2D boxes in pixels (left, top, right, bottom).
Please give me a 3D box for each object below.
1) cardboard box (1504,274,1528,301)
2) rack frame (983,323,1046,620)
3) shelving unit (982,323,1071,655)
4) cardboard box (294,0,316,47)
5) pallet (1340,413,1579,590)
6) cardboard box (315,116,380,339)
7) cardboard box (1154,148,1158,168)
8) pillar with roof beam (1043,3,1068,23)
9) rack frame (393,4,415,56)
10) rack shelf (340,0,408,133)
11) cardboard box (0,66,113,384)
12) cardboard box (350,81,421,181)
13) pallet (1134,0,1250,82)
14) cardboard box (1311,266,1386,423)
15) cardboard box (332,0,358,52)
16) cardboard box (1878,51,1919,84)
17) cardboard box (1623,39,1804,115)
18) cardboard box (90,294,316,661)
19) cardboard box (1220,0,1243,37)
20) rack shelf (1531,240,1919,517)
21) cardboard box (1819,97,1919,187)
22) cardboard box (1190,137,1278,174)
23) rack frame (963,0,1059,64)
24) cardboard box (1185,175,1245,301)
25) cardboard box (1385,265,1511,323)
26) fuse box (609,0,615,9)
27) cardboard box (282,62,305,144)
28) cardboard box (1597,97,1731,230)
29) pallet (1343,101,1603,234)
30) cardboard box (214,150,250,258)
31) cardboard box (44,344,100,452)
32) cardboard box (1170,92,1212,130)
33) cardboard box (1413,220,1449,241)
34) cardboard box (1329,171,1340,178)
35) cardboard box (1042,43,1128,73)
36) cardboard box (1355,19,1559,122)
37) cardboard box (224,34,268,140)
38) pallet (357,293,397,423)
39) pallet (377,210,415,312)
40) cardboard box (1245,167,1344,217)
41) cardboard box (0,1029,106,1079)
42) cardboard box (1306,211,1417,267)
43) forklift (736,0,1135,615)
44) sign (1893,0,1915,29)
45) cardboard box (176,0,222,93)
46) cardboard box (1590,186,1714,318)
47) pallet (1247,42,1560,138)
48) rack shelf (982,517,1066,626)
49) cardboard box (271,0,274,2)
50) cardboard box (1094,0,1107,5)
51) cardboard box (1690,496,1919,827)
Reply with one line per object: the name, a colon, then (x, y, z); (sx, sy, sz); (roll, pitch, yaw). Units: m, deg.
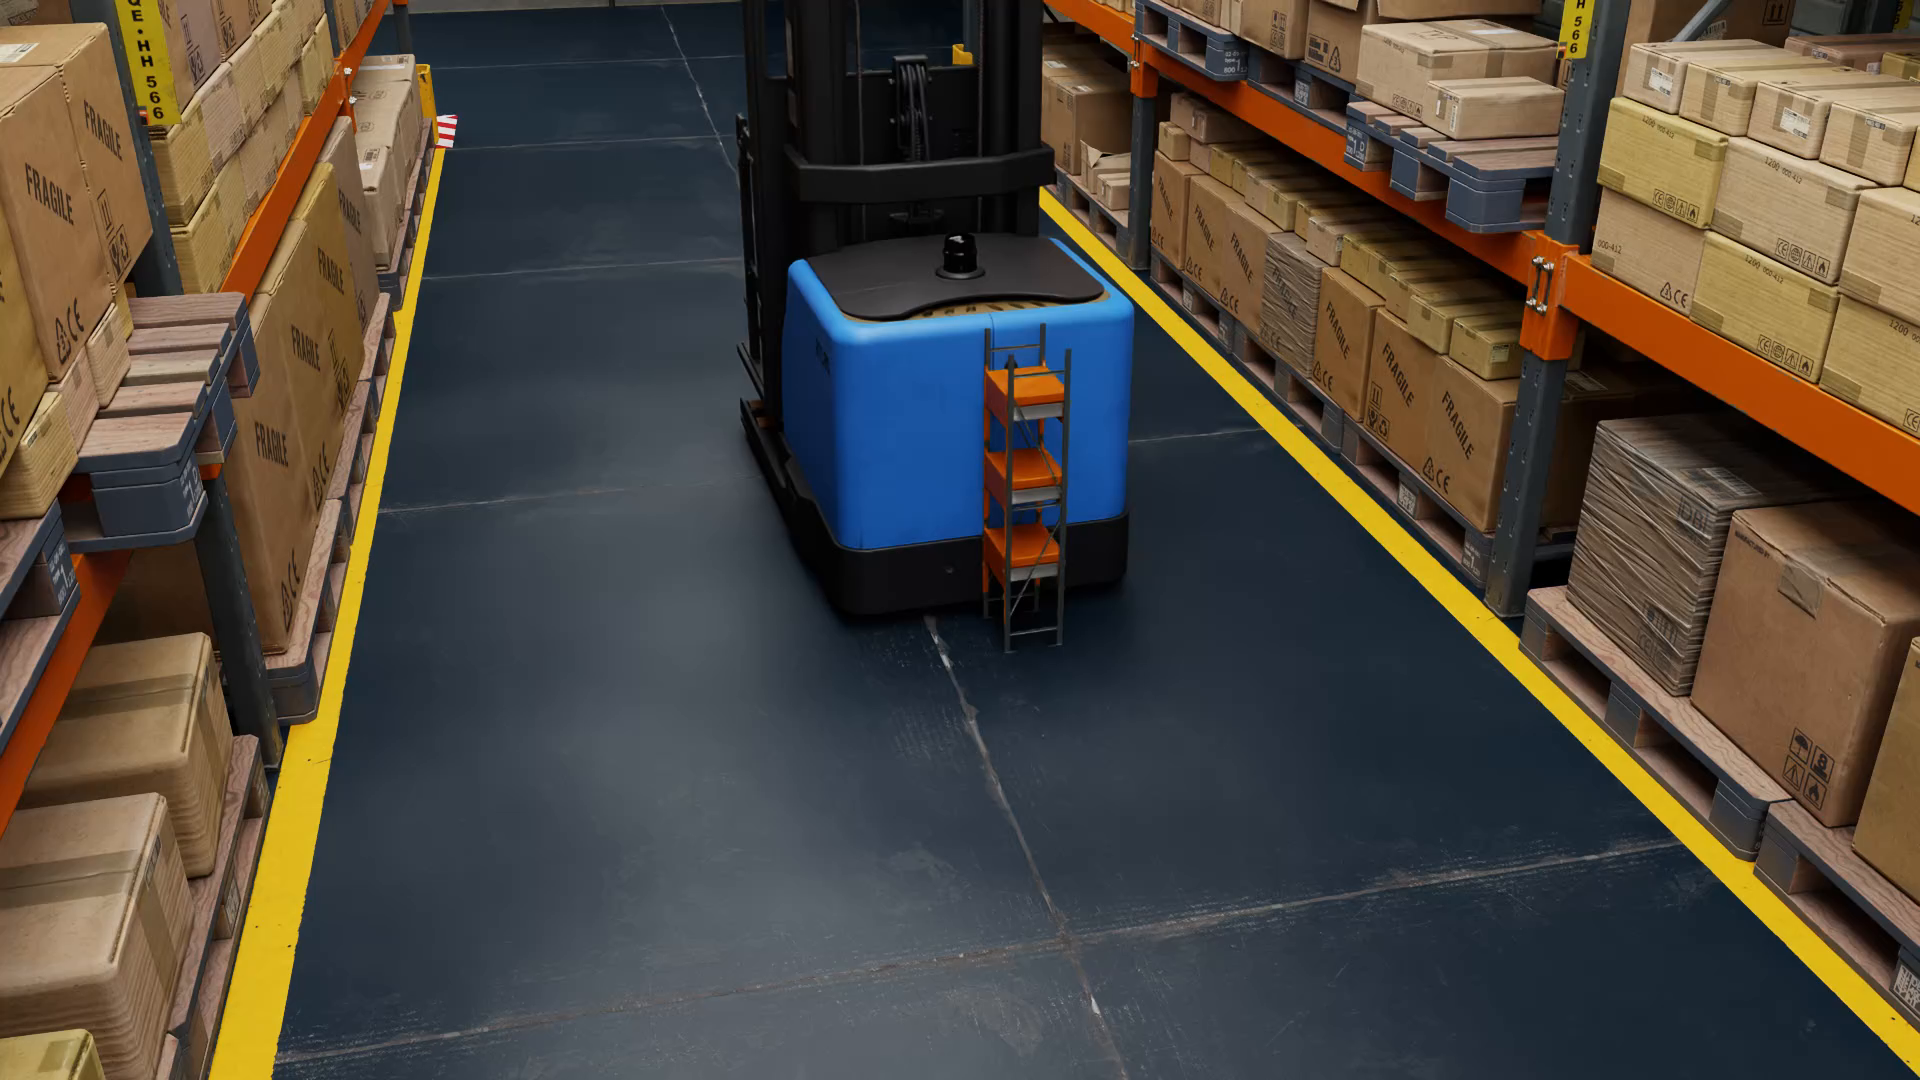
cardboard box: (2.345, -0.982, 6.455); (0.380, 0.149, 0.250); (-6, 27, -11)
rack frame: (0.176, -0.209, 5.499); (0.200, 1.050, 0.008); (-7, 28, -14)
shelving unit: (0.209, -0.156, 5.394); (0.215, 1.050, 0.252); (-7, 28, -14)
cardboard box: (-2.954, -2.159, 6.810); (0.500, 0.250, 0.500); (-5, 27, -10)
pallet: (2.195, -0.227, 6.465); (1.003, 0.211, 1.213); (-6, 27, -12)
cardboard box: (-3.192, -1.365, 7.518); (0.875, 0.875, 0.875); (-5, 27, -10)
cardboard box: (1.409, -2.315, 10.206); (0.380, 0.149, 0.250); (-6, 27, -12)
pillar with roof beam: (-3.400, -8.168, 12.446); (9.100, 9.000, 0.400); (-6, 27, -12)
rack frame: (-4.311, -4.146, 11.136); (1.000, 3.000, 0.127); (-6, 27, -12)
rack shelf: (-3.861, -2.947, 9.558); (1.077, 0.370, 4.000); (-6, 27, -12)
cardboard box: (-2.008, -0.602, 3.207); (0.500, 0.500, 0.500); (-6, 27, -12)
cardboard box: (-3.851, -2.509, 10.270); (0.875, 0.438, 0.875); (-5, 27, -10)
pallet: (1.499, -2.448, 7.985); (1.003, 0.211, 1.213); (-6, 27, -12)
cardboard box: (1.799, -0.826, 6.865); (0.500, 0.500, 0.500); (-5, 27, -9)
cardboard box: (-3.260, -2.667, 8.095); (0.500, 0.500, 0.500); (-5, 27, -10)
cardboard box: (2.765, -1.248, 4.563); (0.380, 0.149, 0.250); (-5, 27, -10)
cardboard box: (2.112, -1.304, 4.674); (0.380, 0.149, 0.250); (-5, 27, -10)
cardboard box: (-2.583, -0.185, 5.179); (0.875, 0.875, 0.875); (-6, 27, -12)
cardboard box: (1.365, -2.375, 7.309); (0.396, 0.266, 0.258); (-5, 27, -9)
rack shelf: (2.778, 0.059, 3.602); (1.077, 0.370, 4.000); (-6, 27, -12)
cardboard box: (2.327, -0.964, 3.999); (0.380, 0.149, 0.250); (-6, 27, -11)
cardboard box: (1.385, -1.959, 8.390); (0.380, 0.149, 0.250); (-7, 28, -13)
rack frame: (0.524, -4.652, 12.138); (1.000, 3.000, 0.127); (-6, 27, -12)
cardboard box: (1.445, -1.500, 8.200); (0.500, 0.500, 0.500); (-6, 27, -12)
cardboard box: (1.861, -0.929, 6.350); (0.380, 0.149, 0.250); (-7, 28, -13)
fuse box: (-3.525, -6.193, 16.621); (0.539, 1.711, 0.414); (-6, 27, -12)
cardboard box: (-2.854, -1.705, 6.465); (0.500, 0.250, 0.500); (-7, 28, -13)
cardboard box: (2.164, -1.074, 4.661); (0.500, 0.250, 0.500); (-6, 27, -12)
pallet: (2.106, -1.345, 5.798); (1.213, 0.211, 1.003); (-6, 27, -12)
cardboard box: (-2.506, -1.031, 5.131); (0.500, 0.250, 0.500); (-7, 28, -13)
cardboard box: (-1.925, -0.262, 3.253); (0.380, 0.149, 0.250); (-7, 28, -14)
cardboard box: (1.306, -2.212, 8.561); (0.380, 0.149, 0.250); (-6, 27, -12)
cardboard box: (2.169, -1.324, 7.132); (0.380, 0.149, 0.250); (-6, 27, -11)
cardboard box: (2.000, -1.794, 8.064); (0.380, 0.149, 0.250); (-7, 28, -14)
cardboard box: (0.724, -3.066, 11.304); (0.700, 0.500, 0.500); (-5, 27, -9)
cardboard box: (1.774, -1.691, 5.971); (0.500, 0.250, 0.500); (-7, 28, -14)
cardboard box: (-2.598, -1.485, 5.475); (0.500, 0.250, 0.500); (-6, 27, -12)
pallet: (-3.162, -0.814, 7.629); (1.003, 0.211, 1.213); (-6, 27, -12)
pallet: (-3.505, -1.487, 8.962); (1.003, 0.211, 1.213); (-6, 27, -12)
cardboard box: (1.549, -1.615, 7.709); (0.380, 0.149, 0.250); (-6, 27, -12)
cardboard box: (-2.051, 1.257, 2.881); (0.950, 0.372, 0.625); (-5, 27, -10)
cardboard box: (1.697, -1.277, 7.039); (0.380, 0.149, 0.250); (-7, 28, -14)
forklift: (-0.308, -1.701, 6.368); (1.130, 2.935, 3.031); (-7, 28, -14)
sign: (2.867, -1.715, 5.033); (0.100, 0.325, 0.005); (-6, 27, -12)
cardboard box: (-2.502, -1.583, 4.837); (0.500, 0.500, 0.500); (-6, 27, -11)
cardboard box: (2.189, -0.853, 4.778); (0.500, 0.250, 0.500); (-6, 27, -11)
pallet: (1.884, -1.908, 6.913); (1.003, 0.211, 1.213); (-6, 27, -12)
rack shelf: (0.209, 0.101, 5.524); (0.215, 0.259, 0.240); (-7, 28, -14)
cardboard box: (-2.846, -2.260, 6.177); (0.500, 0.500, 0.500); (-5, 27, -10)
cardboard box: (0.945, -3.122, 9.385); (0.380, 0.149, 0.250); (-5, 27, -10)
cardboard box: (2.609, 0.294, 4.508); (0.875, 0.625, 0.625); (-5, 27, -10)
